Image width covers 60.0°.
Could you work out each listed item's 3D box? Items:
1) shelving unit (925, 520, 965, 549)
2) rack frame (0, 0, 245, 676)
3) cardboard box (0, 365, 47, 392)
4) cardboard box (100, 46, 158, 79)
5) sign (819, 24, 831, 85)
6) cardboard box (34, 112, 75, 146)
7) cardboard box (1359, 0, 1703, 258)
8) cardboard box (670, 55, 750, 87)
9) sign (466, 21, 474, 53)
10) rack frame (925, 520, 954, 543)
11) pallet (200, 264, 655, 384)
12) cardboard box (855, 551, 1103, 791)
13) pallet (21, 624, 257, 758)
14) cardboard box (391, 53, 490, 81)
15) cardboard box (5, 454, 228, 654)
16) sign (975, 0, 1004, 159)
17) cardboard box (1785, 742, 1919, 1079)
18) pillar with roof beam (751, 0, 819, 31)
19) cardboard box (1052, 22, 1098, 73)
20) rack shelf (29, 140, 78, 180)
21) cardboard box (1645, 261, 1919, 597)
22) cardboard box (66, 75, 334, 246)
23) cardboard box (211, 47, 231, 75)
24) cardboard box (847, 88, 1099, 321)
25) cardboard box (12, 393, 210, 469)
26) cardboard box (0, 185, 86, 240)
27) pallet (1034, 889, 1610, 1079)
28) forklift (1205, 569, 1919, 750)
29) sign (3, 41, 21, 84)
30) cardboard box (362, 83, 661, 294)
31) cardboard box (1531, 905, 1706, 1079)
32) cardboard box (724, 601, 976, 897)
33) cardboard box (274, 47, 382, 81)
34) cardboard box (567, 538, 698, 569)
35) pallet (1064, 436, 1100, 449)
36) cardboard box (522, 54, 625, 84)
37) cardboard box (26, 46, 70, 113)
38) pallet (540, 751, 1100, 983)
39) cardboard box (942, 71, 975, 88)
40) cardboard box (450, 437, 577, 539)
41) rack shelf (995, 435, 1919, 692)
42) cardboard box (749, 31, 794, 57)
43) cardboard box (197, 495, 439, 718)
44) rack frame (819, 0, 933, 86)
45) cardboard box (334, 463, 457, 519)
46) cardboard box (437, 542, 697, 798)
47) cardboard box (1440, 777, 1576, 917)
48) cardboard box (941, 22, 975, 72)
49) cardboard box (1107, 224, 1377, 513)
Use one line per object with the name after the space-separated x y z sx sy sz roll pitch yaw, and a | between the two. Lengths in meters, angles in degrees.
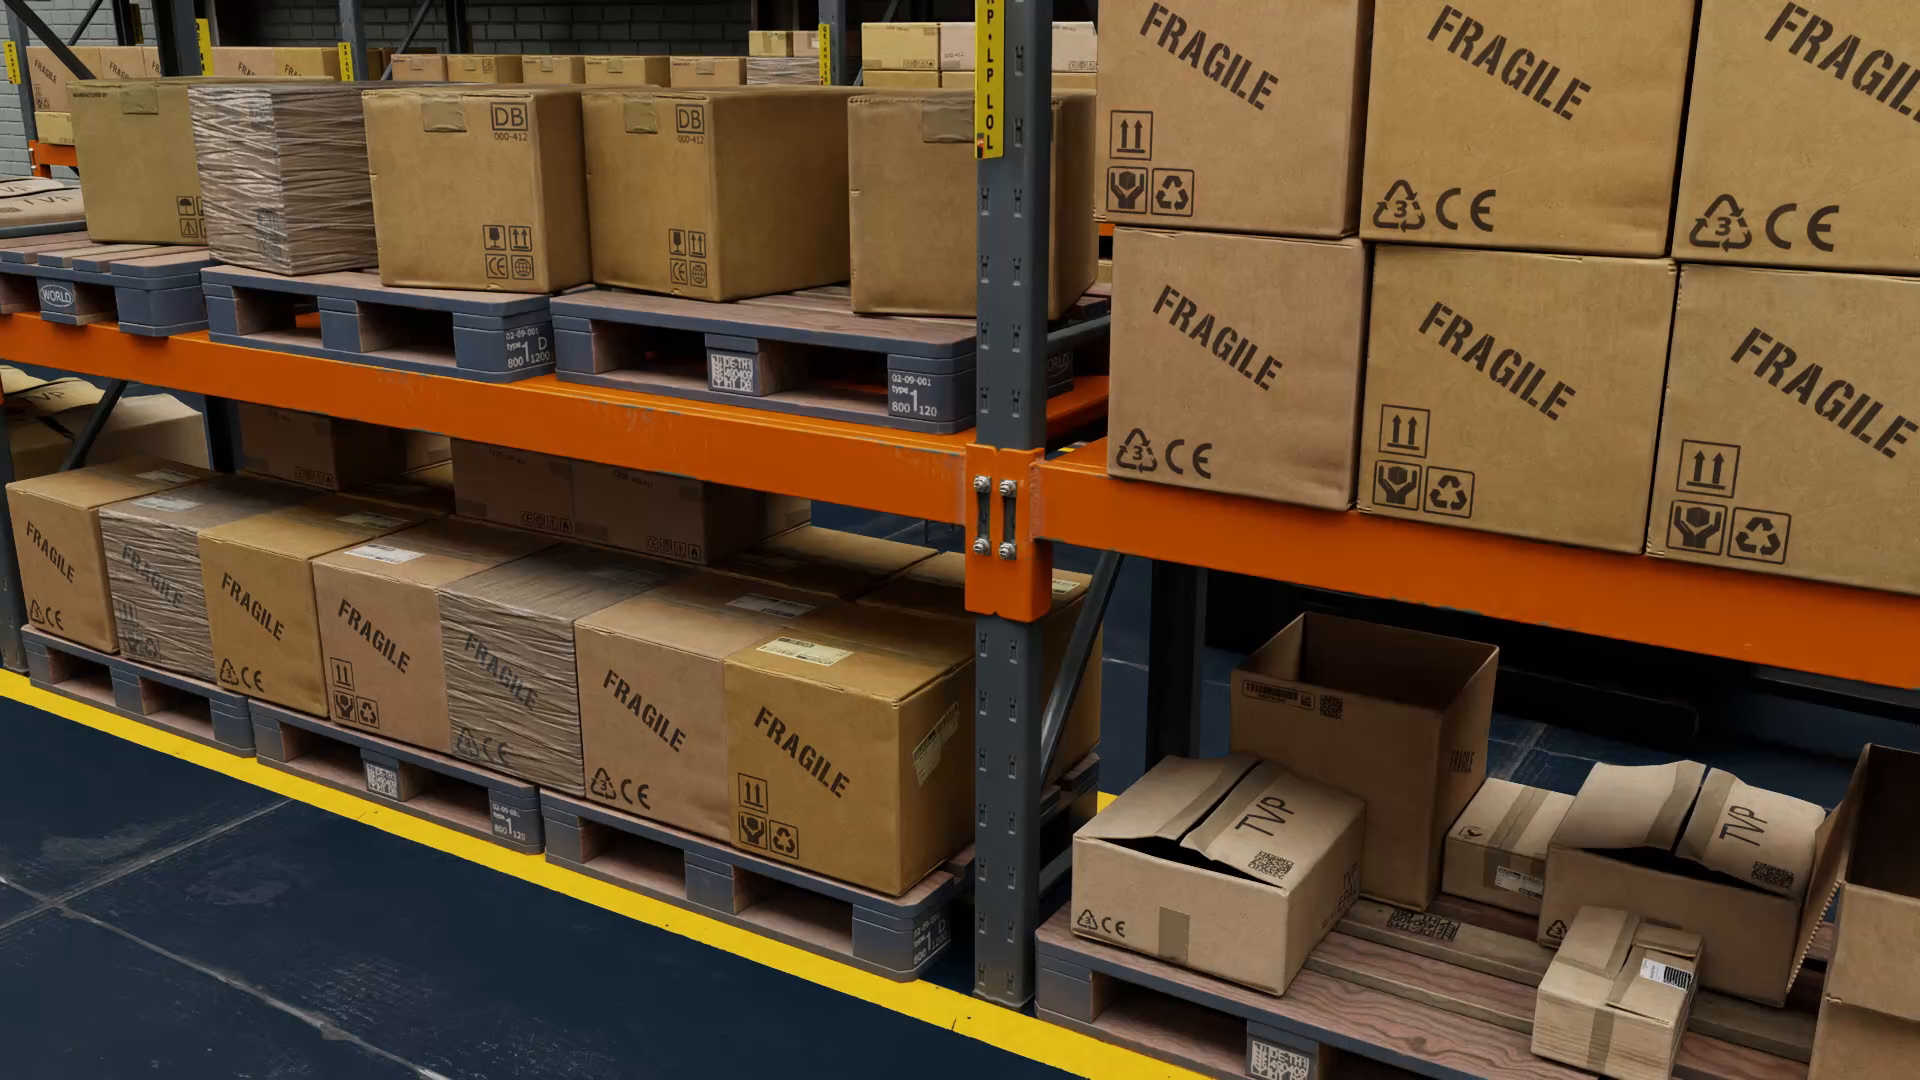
-0.012 -0.576 7.214 0.189 1.200 0.258 10 20 30 | shelving unit
-3.064 -1.093 5.817 0.127 3.000 1.000 10 20 30 | rack frame
-4.242 -0.555 7.089 0.500 0.311 0.500 10 19 29 | cardboard box
-6.190 -3.529 12.770 0.500 0.500 0.500 9 19 28 | cardboard box
-0.751 -2.700 9.254 0.005 0.325 0.100 10 20 30 | sign
-7.043 -3.322 13.380 0.500 0.250 0.500 9 19 28 | cardboard box
1.038 -0.791 2.931 0.500 0.500 0.500 9 19 28 | cardboard box
-1.371 -2.726 10.264 0.500 0.500 0.700 8 19 25 | cardboard box
-3.596 -3.620 12.147 0.005 0.325 0.100 10 20 30 | sign
-0.090 -0.590 7.260 0.006 1.200 0.240 10 20 30 | rack frame
-1.405 -0.706 4.875 1.213 0.211 1.003 10 20 30 | pallet
0.059 0.367 4.554 0.500 0.500 0.500 9 19 28 | cardboard box
-2.448 0.365 5.818 1.213 0.211 1.003 10 20 30 | pallet
-3.468 -3.101 11.500 0.500 0.500 0.700 10 20 30 | cardboard box
-2.826 0.033 5.656 0.500 0.500 0.500 11 20 32 | cardboard box
0.057 -0.900 3.192 0.005 0.325 0.100 10 20 30 | sign
1.948 0.784 3.176 0.637 0.503 0.797 10 20 30 | cardboard box
-3.383 -4.536 6.832 0.400 9.000 9.100 10 20 30 | pillar with roof beam
0.663 -2.589 8.735 0.500 0.250 0.500 10 20 30 | cardboard box
-5.588 -2.888 12.967 4.000 0.370 1.077 10 20 30 | rack shelf
1.499 -0.233 2.816 0.500 0.500 0.500 10 20 30 | cardboard box
-2.469 -1.273 5.518 0.500 0.500 0.700 4 17 12 | cardboard box
-5.300 -3.374 12.262 0.500 0.500 0.500 9 19 28 | cardboard box
0.057 -0.860 4.158 0.500 0.500 0.700 4 17 12 | cardboard box
-3.357 -0.399 6.576 0.500 0.311 0.500 11 20 32 | cardboard box
-3.352 -1.116 6.048 0.500 0.311 0.500 12 20 33 | cardboard box
0.929 0.955 3.875 1.213 0.211 1.003 10 20 30 | pallet
2.289 -0.920 5.367 3.031 2.935 1.130 11 20 33 | forklift
-7.576 -3.817 13.296 0.005 0.325 0.100 10 20 30 | sign
-1.194 -0.986 4.573 0.500 0.500 0.700 5 18 16 | cardboard box
1.331 0.908 3.350 0.250 0.166 0.380 10 20 30 | cardboard box
-0.226 0.497 4.127 0.500 0.500 0.500 10 20 30 | cardboard box
-4.448 -3.220 11.755 0.500 0.500 0.500 10 20 30 | cardboard box
-0.823 0.211 5.069 0.500 0.500 0.500 10 20 31 | cardboard box
1.193 -0.661 9.195 1.213 0.211 1.003 10 20 30 | pallet
-2.418 -2.922 10.910 0.500 0.500 0.700 13 21 38 | cardboard box
-7.043 -3.686 13.290 0.500 0.500 0.500 10 20 30 | cardboard box
-0.369 0.736 4.596 1.213 0.211 1.003 10 20 30 | pallet
0.246 -2.301 9.076 0.500 0.500 0.500 11 20 32 | cardboard box
-1.220 -0.220 5.197 0.500 0.250 0.500 10 19 29 | cardboard box
2.048 0.164 2.917 4.000 0.370 1.077 10 20 30 | rack shelf
-1.067 -2.979 9.983 0.250 0.149 0.380 7 18 21 | cardboard box
-1.952 0.189 5.143 0.500 0.500 0.500 10 19 29 | cardboard box
-0.475 -2.320 9.858 0.127 3.000 1.000 10 20 30 | rack frame
-1.704 0.056 5.580 0.500 0.500 0.500 9 19 28 | cardboard box
-1.070 0.344 4.633 0.500 0.500 0.500 10 20 31 | cardboard box
1.329 0.728 3.972 0.250 0.149 0.380 10 20 30 | cardboard box
0.235 -2.664 8.982 0.500 0.250 0.500 10 19 29 | cardboard box
0.636 -0.387 3.322 0.500 0.500 0.500 11 20 31 | cardboard box
